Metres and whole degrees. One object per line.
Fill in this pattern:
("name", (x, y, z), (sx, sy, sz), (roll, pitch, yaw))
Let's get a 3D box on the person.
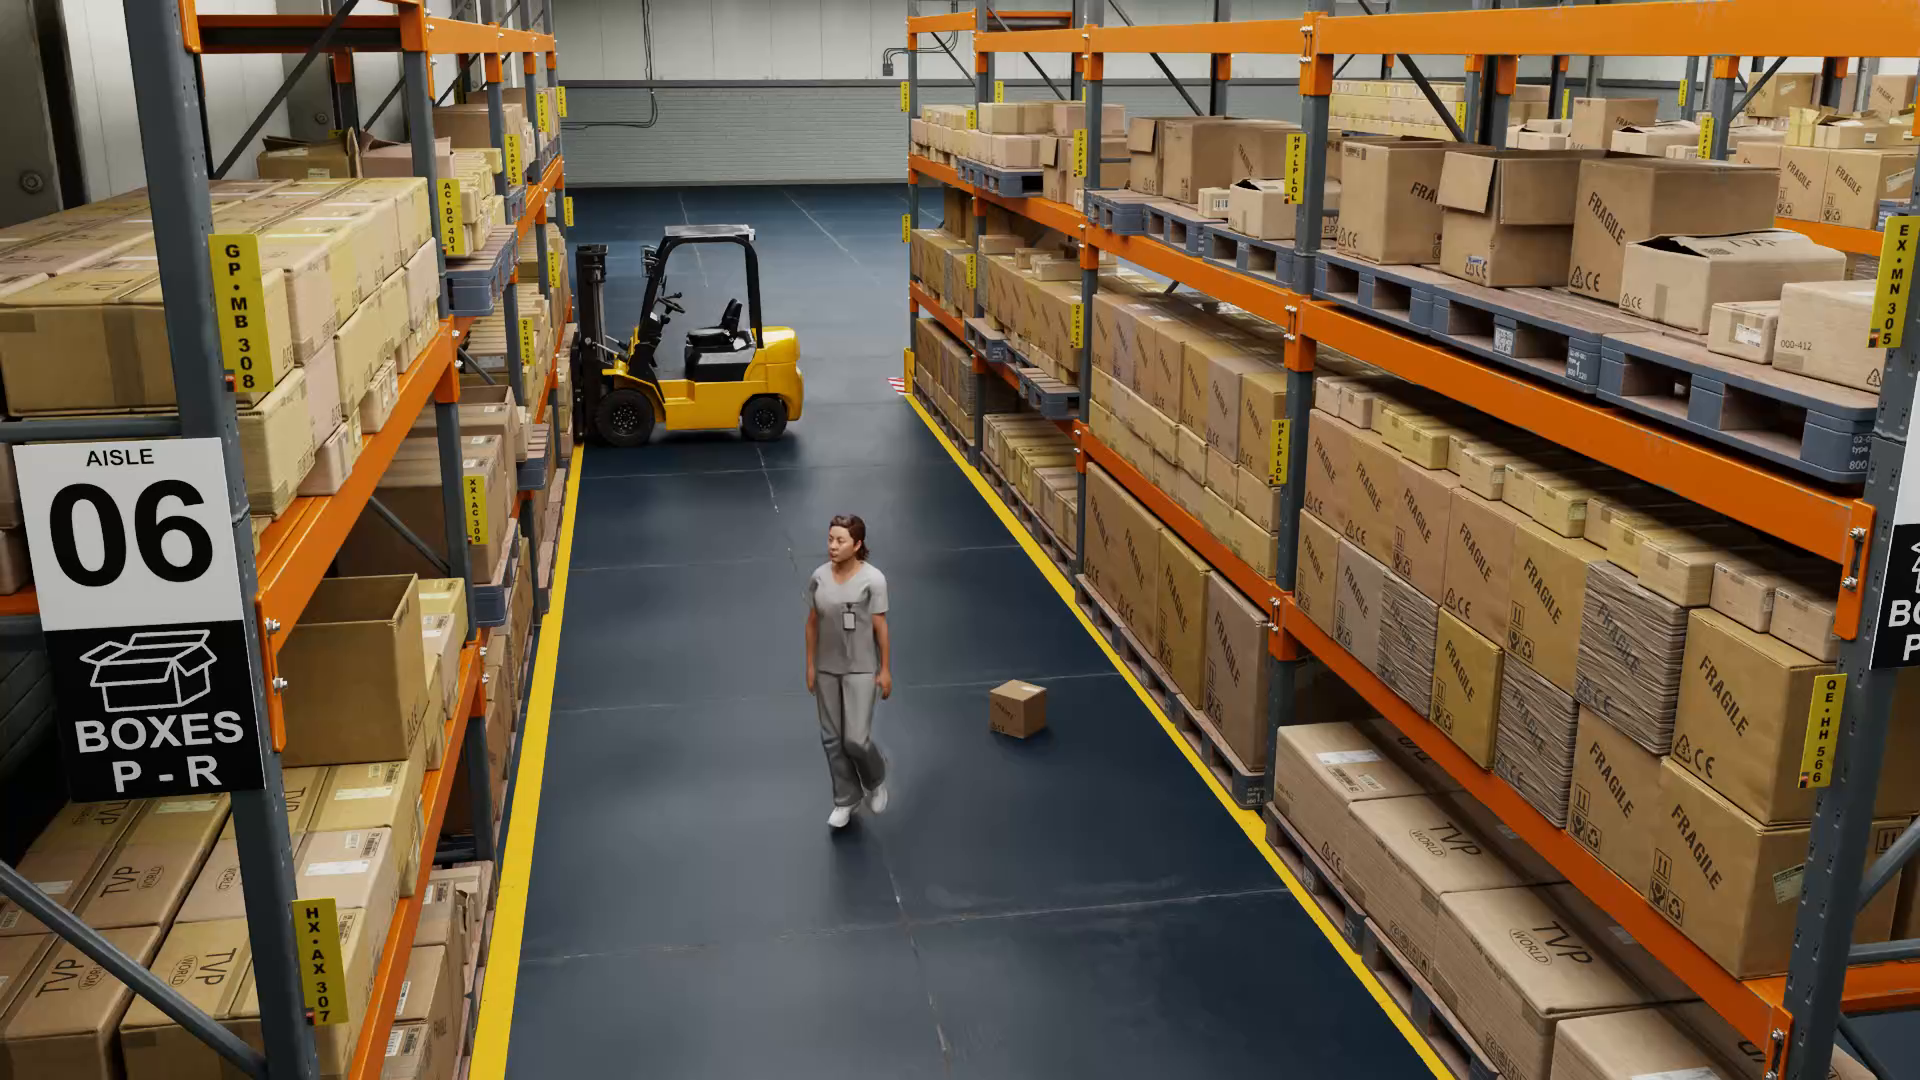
("person", (-0.593, 0.683, 8.625), (0.470, 1.666, 0.470), (7, 18, 22))
